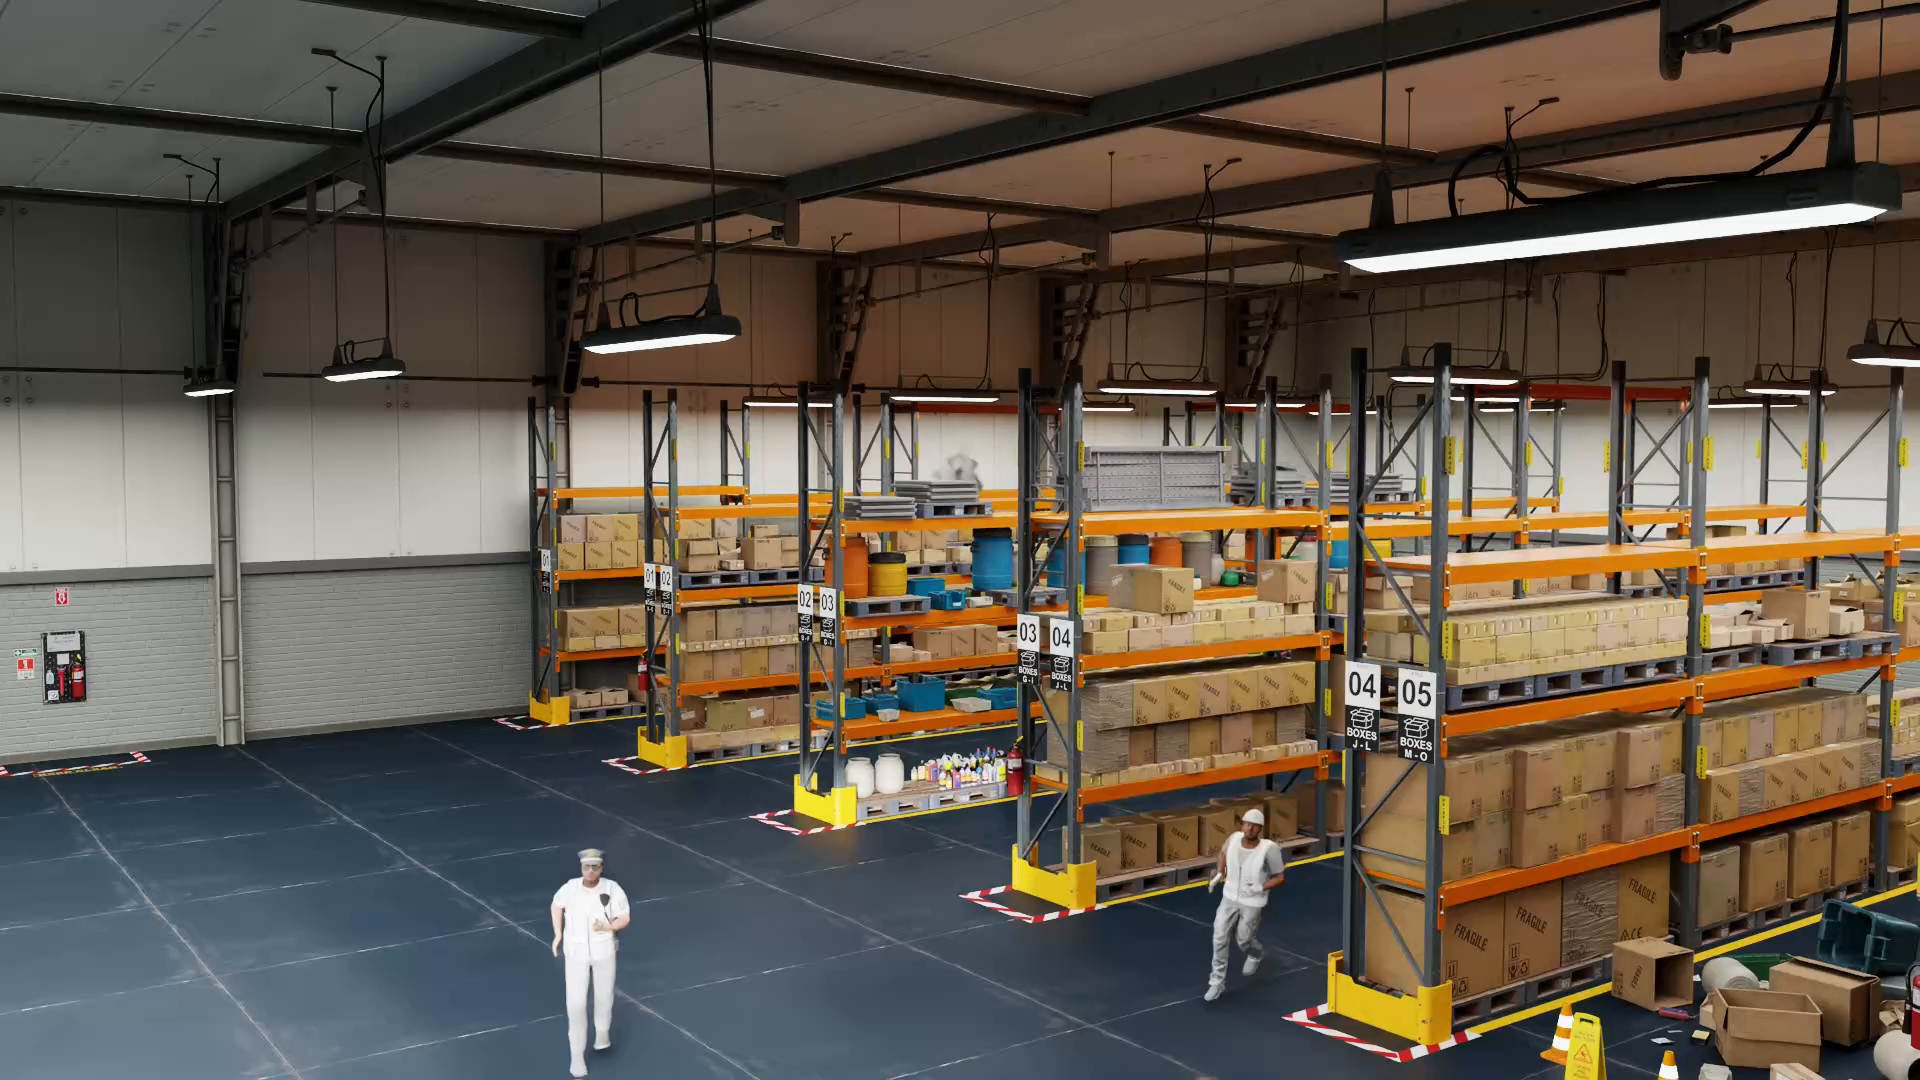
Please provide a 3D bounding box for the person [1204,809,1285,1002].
[{"bbox_3d":[2.689,3.380,15.560,0.724,1.760,0.891,2,4,35],"label":"person"}]

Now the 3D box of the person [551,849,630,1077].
[{"bbox_3d":[-3.065,3.469,13.818,0.638,1.856,0.794,-1,3,-13],"label":"person"}]

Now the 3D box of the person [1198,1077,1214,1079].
[{"bbox_3d":[1.365,3.780,9.007,0.650,1.788,0.782,1,3,12],"label":"person"}]
